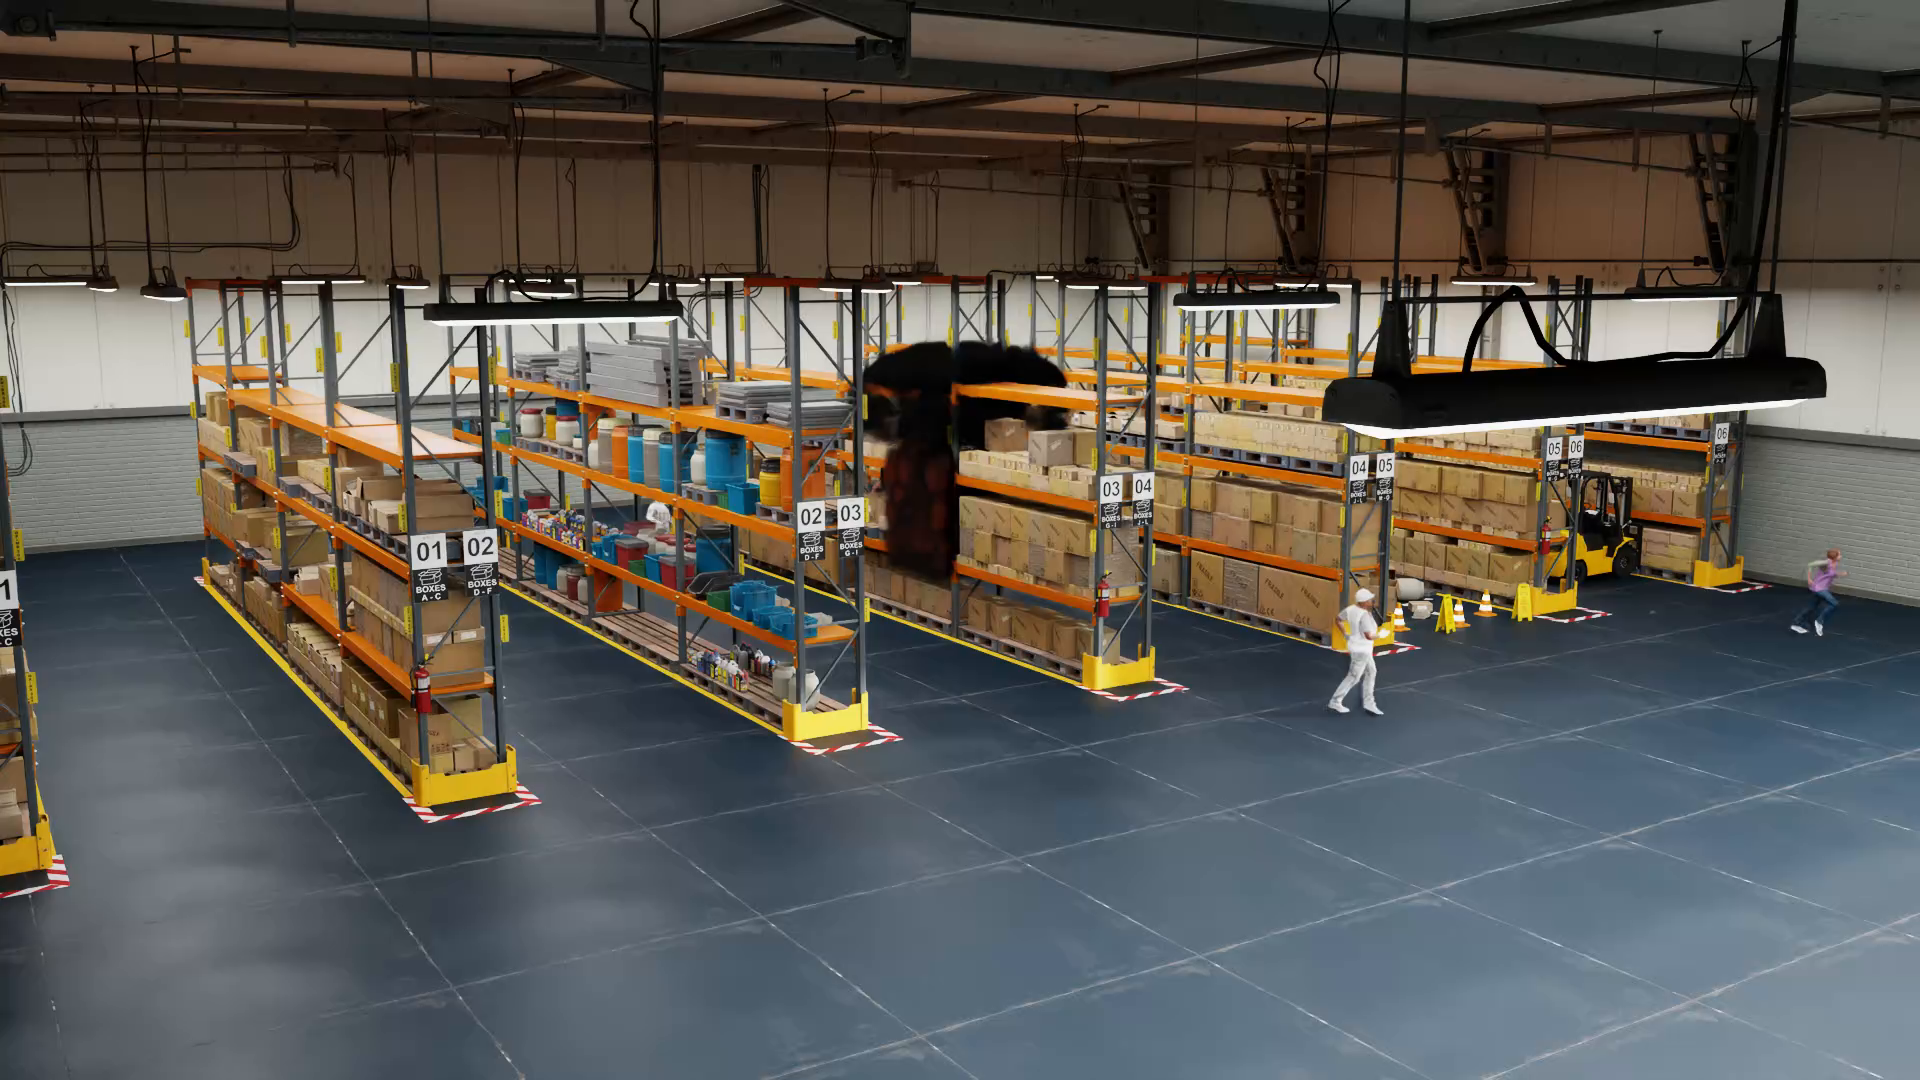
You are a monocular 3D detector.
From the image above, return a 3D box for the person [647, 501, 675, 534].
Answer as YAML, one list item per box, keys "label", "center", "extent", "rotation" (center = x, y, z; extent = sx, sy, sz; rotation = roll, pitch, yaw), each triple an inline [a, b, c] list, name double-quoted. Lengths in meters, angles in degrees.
- label: "person"
  center: [-6.218, -0.258, 34.544]
  extent: [0.625, 1.654, 0.723]
  rotation: [-8, 12, -40]

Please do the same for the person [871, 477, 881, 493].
- label: "person"
  center: [-1.994, -1.480, 41.926]
  extent: [0.589, 1.620, 0.638]
  rotation: [-1, 10, -9]

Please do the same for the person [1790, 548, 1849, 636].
- label: "person"
  center: [14.542, 0.869, 28.122]
  extent: [0.837, 1.507, 0.526]
  rotation: [8, 13, 40]

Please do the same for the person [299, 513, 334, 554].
- label: "person"
  center: [-12.978, -0.116, 33.549]
  extent: [0.543, 1.718, 0.731]
  rotation: [8, 13, 41]

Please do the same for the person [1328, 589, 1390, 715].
- label: "person"
  center: [5.560, 1.584, 23.184]
  extent: [0.815, 1.835, 0.662]
  rotation: [0, 10, 1]
